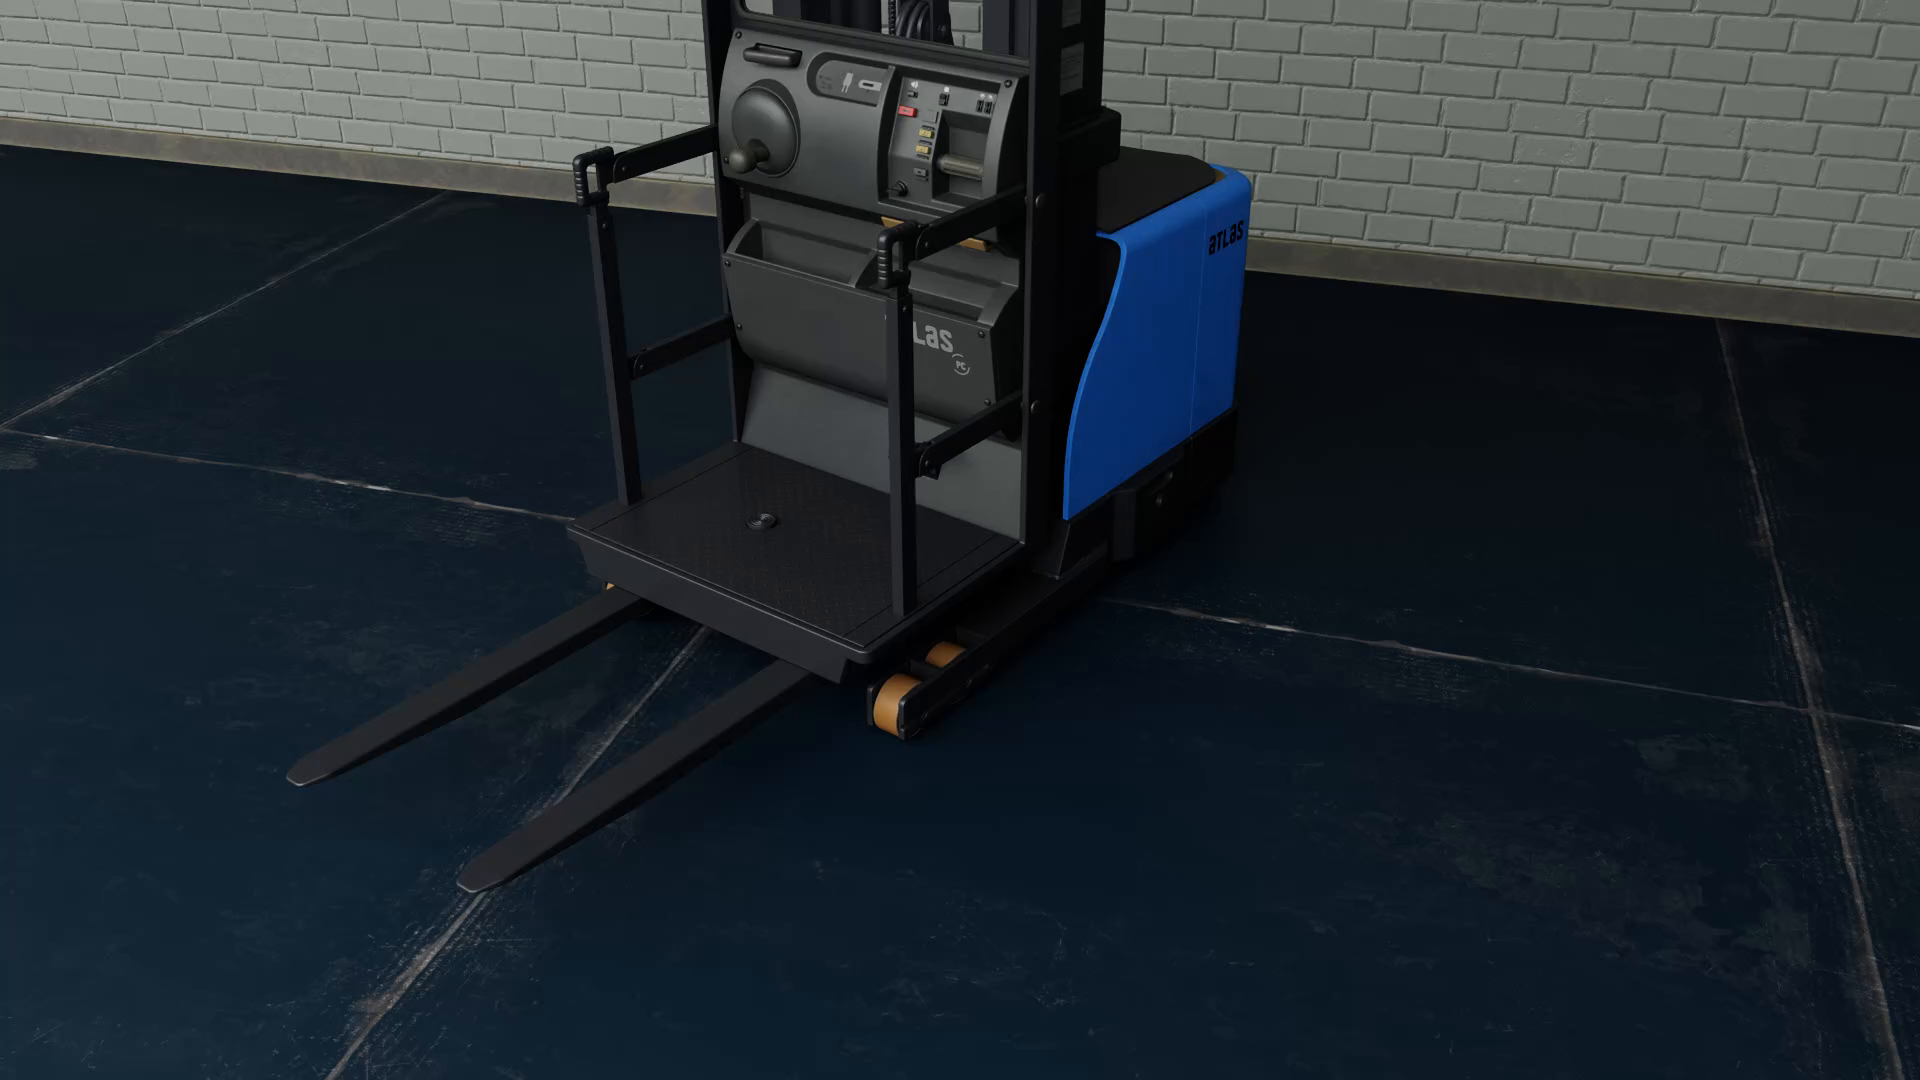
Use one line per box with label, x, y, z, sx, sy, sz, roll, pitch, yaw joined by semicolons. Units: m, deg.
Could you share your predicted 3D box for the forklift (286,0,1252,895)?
forklift;-0.377;-1.035;4.096;1.130;2.935;3.031;20;35;31
